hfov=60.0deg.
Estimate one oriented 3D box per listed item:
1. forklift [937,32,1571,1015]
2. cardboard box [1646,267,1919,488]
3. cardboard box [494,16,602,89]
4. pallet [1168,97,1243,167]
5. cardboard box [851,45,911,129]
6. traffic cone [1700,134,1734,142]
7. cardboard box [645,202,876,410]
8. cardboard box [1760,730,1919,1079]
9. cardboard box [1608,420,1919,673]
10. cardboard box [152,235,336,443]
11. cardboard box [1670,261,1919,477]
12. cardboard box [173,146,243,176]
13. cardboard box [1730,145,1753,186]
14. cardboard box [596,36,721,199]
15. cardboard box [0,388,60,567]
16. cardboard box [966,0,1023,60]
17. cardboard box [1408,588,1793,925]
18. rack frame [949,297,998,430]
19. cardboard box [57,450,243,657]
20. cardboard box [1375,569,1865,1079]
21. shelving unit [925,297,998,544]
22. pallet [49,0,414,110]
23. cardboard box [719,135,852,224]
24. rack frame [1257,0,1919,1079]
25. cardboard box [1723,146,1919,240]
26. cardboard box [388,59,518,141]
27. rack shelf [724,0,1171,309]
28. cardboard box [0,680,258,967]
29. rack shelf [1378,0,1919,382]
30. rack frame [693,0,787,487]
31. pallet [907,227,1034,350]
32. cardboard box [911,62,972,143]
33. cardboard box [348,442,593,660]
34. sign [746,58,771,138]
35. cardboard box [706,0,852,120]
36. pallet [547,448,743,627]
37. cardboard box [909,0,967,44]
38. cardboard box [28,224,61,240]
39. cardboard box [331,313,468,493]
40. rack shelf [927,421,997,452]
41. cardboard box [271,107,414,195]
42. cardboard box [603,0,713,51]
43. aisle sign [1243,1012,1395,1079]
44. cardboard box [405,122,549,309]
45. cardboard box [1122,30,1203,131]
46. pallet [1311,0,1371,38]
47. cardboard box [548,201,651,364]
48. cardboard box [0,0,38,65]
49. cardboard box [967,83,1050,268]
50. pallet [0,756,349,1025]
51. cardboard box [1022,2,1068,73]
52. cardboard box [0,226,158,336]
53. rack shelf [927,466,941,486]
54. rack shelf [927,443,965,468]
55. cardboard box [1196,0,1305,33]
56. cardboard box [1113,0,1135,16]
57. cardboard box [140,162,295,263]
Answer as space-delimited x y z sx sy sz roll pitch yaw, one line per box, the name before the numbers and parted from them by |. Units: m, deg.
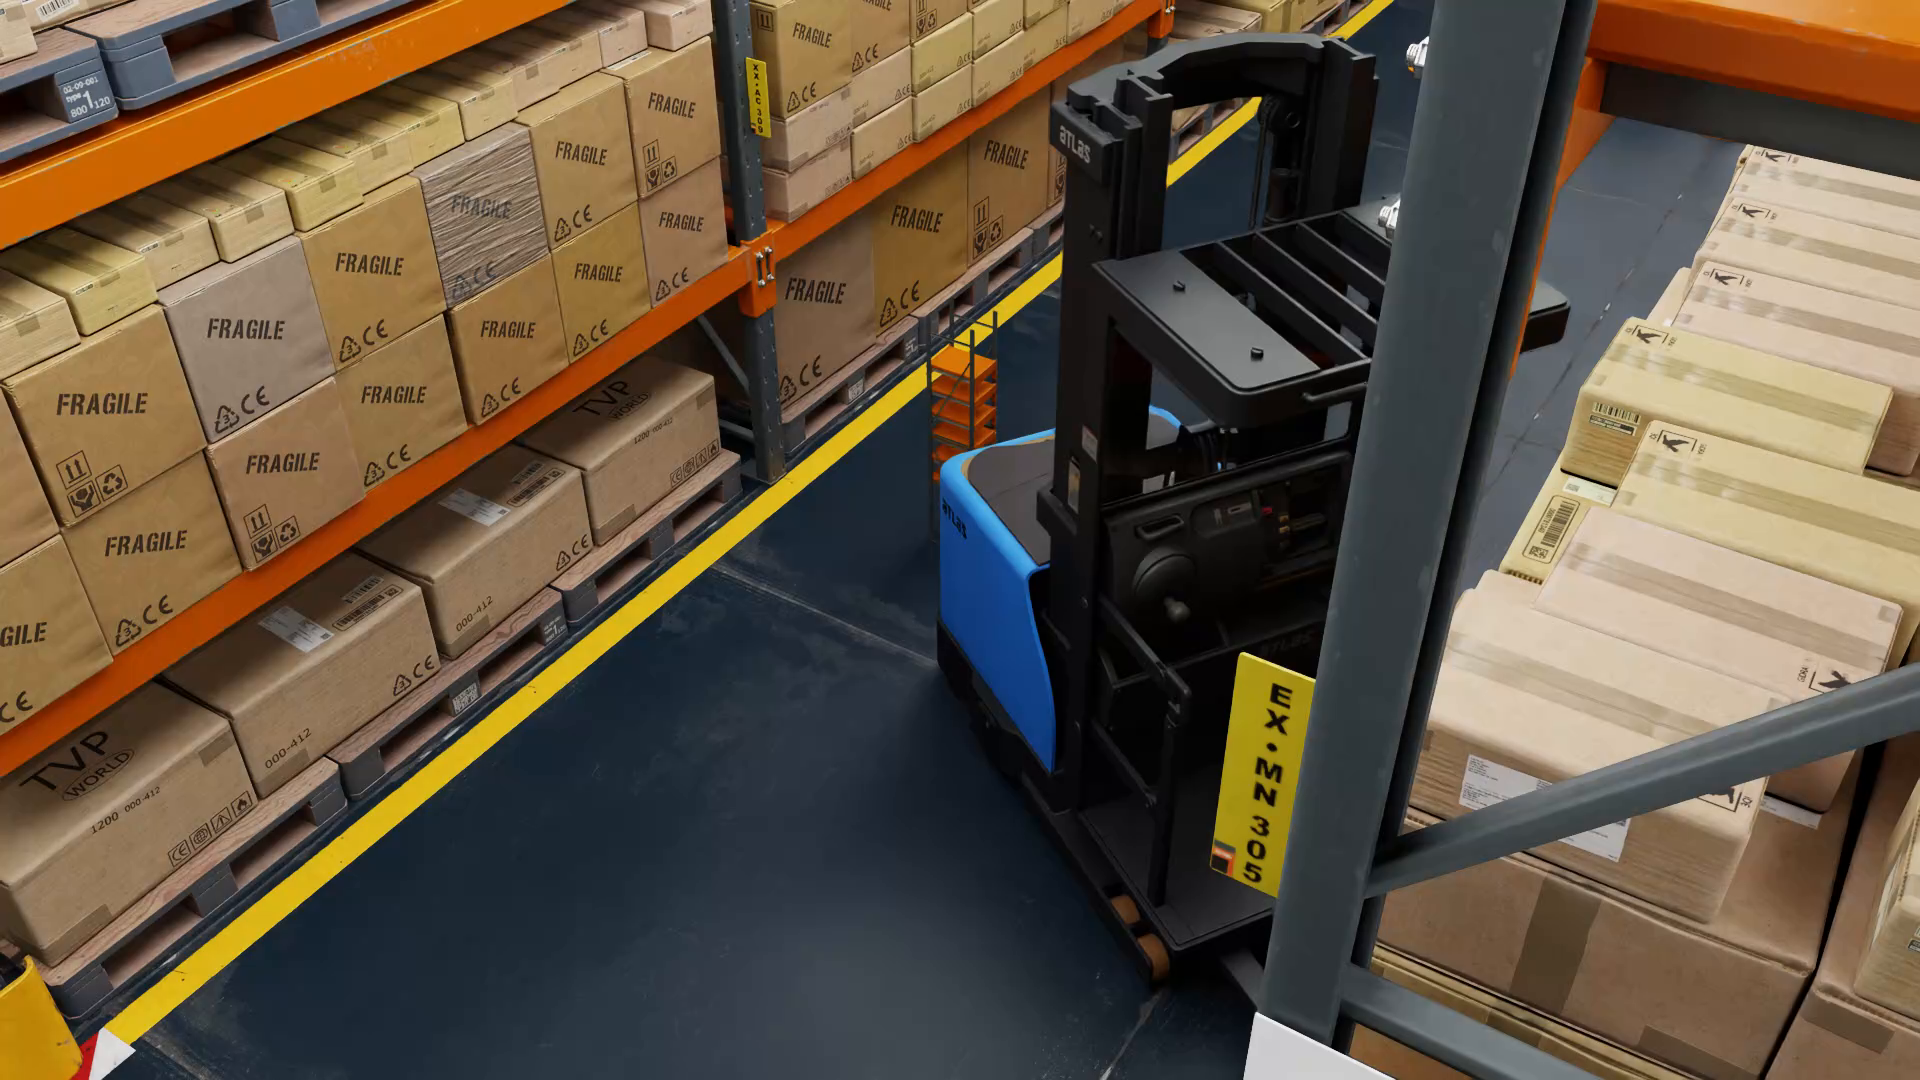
forklift | 0.989 0.063 5.268 1.130 2.935 3.031 -16 40 -20
cardboard box | 1.367 -0.185 2.789 0.500 0.250 0.500 22 43 26
cardboard box | -1.576 -1.843 6.252 0.380 0.149 0.250 21 42 25
pallet | 1.258 -2.999 11.468 1.003 0.211 1.213 21 42 25
cardboard box | -0.576 -2.190 7.848 0.500 0.250 0.500 22 43 26
traffic cone | 5.221 -2.994 11.255 0.336 0.463 0.334 21 42 25
cardboard box | -1.041 -1.310 8.389 0.875 0.875 0.875 23 43 26
cardboard box | 1.245 0.517 1.879 0.500 0.250 0.500 22 43 26
cardboard box | 1.067 0.010 2.210 0.380 0.149 0.250 20 42 24
cardboard box | -2.411 -0.704 5.305 0.500 0.500 0.500 21 42 25
cardboard box | 1.304 -0.272 2.576 0.380 0.149 0.250 20 42 24
cardboard box | -2.631 -1.325 5.580 0.380 0.149 0.250 23 43 26
cardboard box | 1.916 -0.719 3.482 0.500 0.250 0.500 22 43 26
cardboard box | -1.325 -1.741 6.651 0.500 0.500 0.500 21 42 25
cardboard box | -2.951 -0.167 4.609 0.500 0.500 0.500 20 42 24
cardboard box | -0.014 -2.703 8.513 0.500 0.250 0.500 20 42 24
cardboard box | 0.715 0.238 1.914 0.380 0.149 0.250 21 42 25
rack frame | 0.057 -0.530 7.455 0.240 1.200 0.006 21 42 25
cardboard box | -2.701 -0.040 5.263 0.500 0.500 0.500 21 42 25
cardboard box | 0.817 0.343 2.105 0.500 0.250 0.500 20 42 24
shelving unit | 0.008 -0.483 7.393 0.258 1.200 0.189 21 42 25
pallet | -2.407 -1.747 5.176 1.003 0.211 1.213 21 42 25
cardboard box | -0.847 -1.720 7.648 0.500 0.250 0.500 20 42 24
rack frame | 0.785 -0.386 0.880 1.000 3.000 0.127 21 42 25
cardboard box | 1.558 -0.548 2.934 0.380 0.149 0.250 20 42 24
cardboard box | -1.801 -1.566 5.892 0.380 0.149 0.250 21 42 25
rack shelf | -0.234 -2.385 8.977 1.077 0.370 4.000 21 42 25
cardboard box | -3.179 0.898 5.882 0.875 0.438 0.875 20 42 24
rack shelf | 1.857 -1.131 2.438 1.077 0.370 4.000 21 42 25
rack frame | -1.305 -1.639 7.420 1.000 3.000 0.127 21 42 25
pallet | -0.303 -1.589 9.638 1.003 0.211 1.213 21 42 25
cardboard box | -0.283 -2.247 8.330 0.500 0.250 0.500 21 42 25
cardboard box | -2.211 -0.041 7.100 0.875 0.438 0.875 20 42 24
sign | -0.836 -1.833 6.897 0.100 0.325 0.005 21 42 25
cardboard box | -0.827 -2.208 7.256 0.500 0.500 0.500 22 43 26
pallet | -1.779 -0.168 7.796 1.003 0.211 1.213 21 42 25
cardboard box | -0.307 -2.737 7.942 0.500 0.500 0.500 20 42 24
cardboard box | -2.873 -1.047 5.220 0.380 0.149 0.250 21 42 25
cardboard box | -2.159 -0.560 5.938 0.500 0.500 0.500 23 43 27
rack shelf | 0.008 -0.447 7.420 0.258 0.103 0.180 21 42 25
cardboard box | -2.059 -1.299 5.546 0.380 0.149 0.250 21 42 25
cardboard box | -1.202 -2.069 6.545 0.380 0.149 0.250 20 42 24
aisle sign | 0.493 0.900 1.997 0.394 0.787 0.004 21 42 25
cardboard box | -1.869 -1.217 5.971 0.500 0.500 0.500 22 43 26
cardboard box | 1.149 -3.115 11.142 0.950 0.372 0.625 18 41 22
pallet | 2.565 -4.257 13.100 1.003 0.211 1.213 21 42 25
cardboard box | -1.609 -1.089 6.624 0.500 0.500 0.500 20 42 24
cardboard box | -2.671 -1.357 4.377 0.380 0.149 0.250 23 43 27
cardboard box | -0.084 -2.239 9.594 0.875 0.875 0.875 22 43 26
pallet | -3.086 1.089 6.164 1.003 0.211 1.213 21 42 25
cardboard box | 0.242 -2.773 9.014 0.500 0.250 0.500 21 42 25
cardboard box | -2.582 -0.759 4.845 0.380 0.149 0.250 20 42 24
rack shelf | 0.008 -0.257 7.567 0.258 0.103 0.180 21 42 25
rack shelf | 0.008 -0.352 7.494 0.258 0.103 0.180 21 42 25
cardboard box | 1.948 -3.887 12.144 0.950 0.372 0.625 23 43 27
cardboard box | 0.786 -3.296 9.692 0.500 0.250 0.500 20 42 24
cardboard box | -2.317 -1.026 5.192 0.380 0.149 0.250 22 43 26
